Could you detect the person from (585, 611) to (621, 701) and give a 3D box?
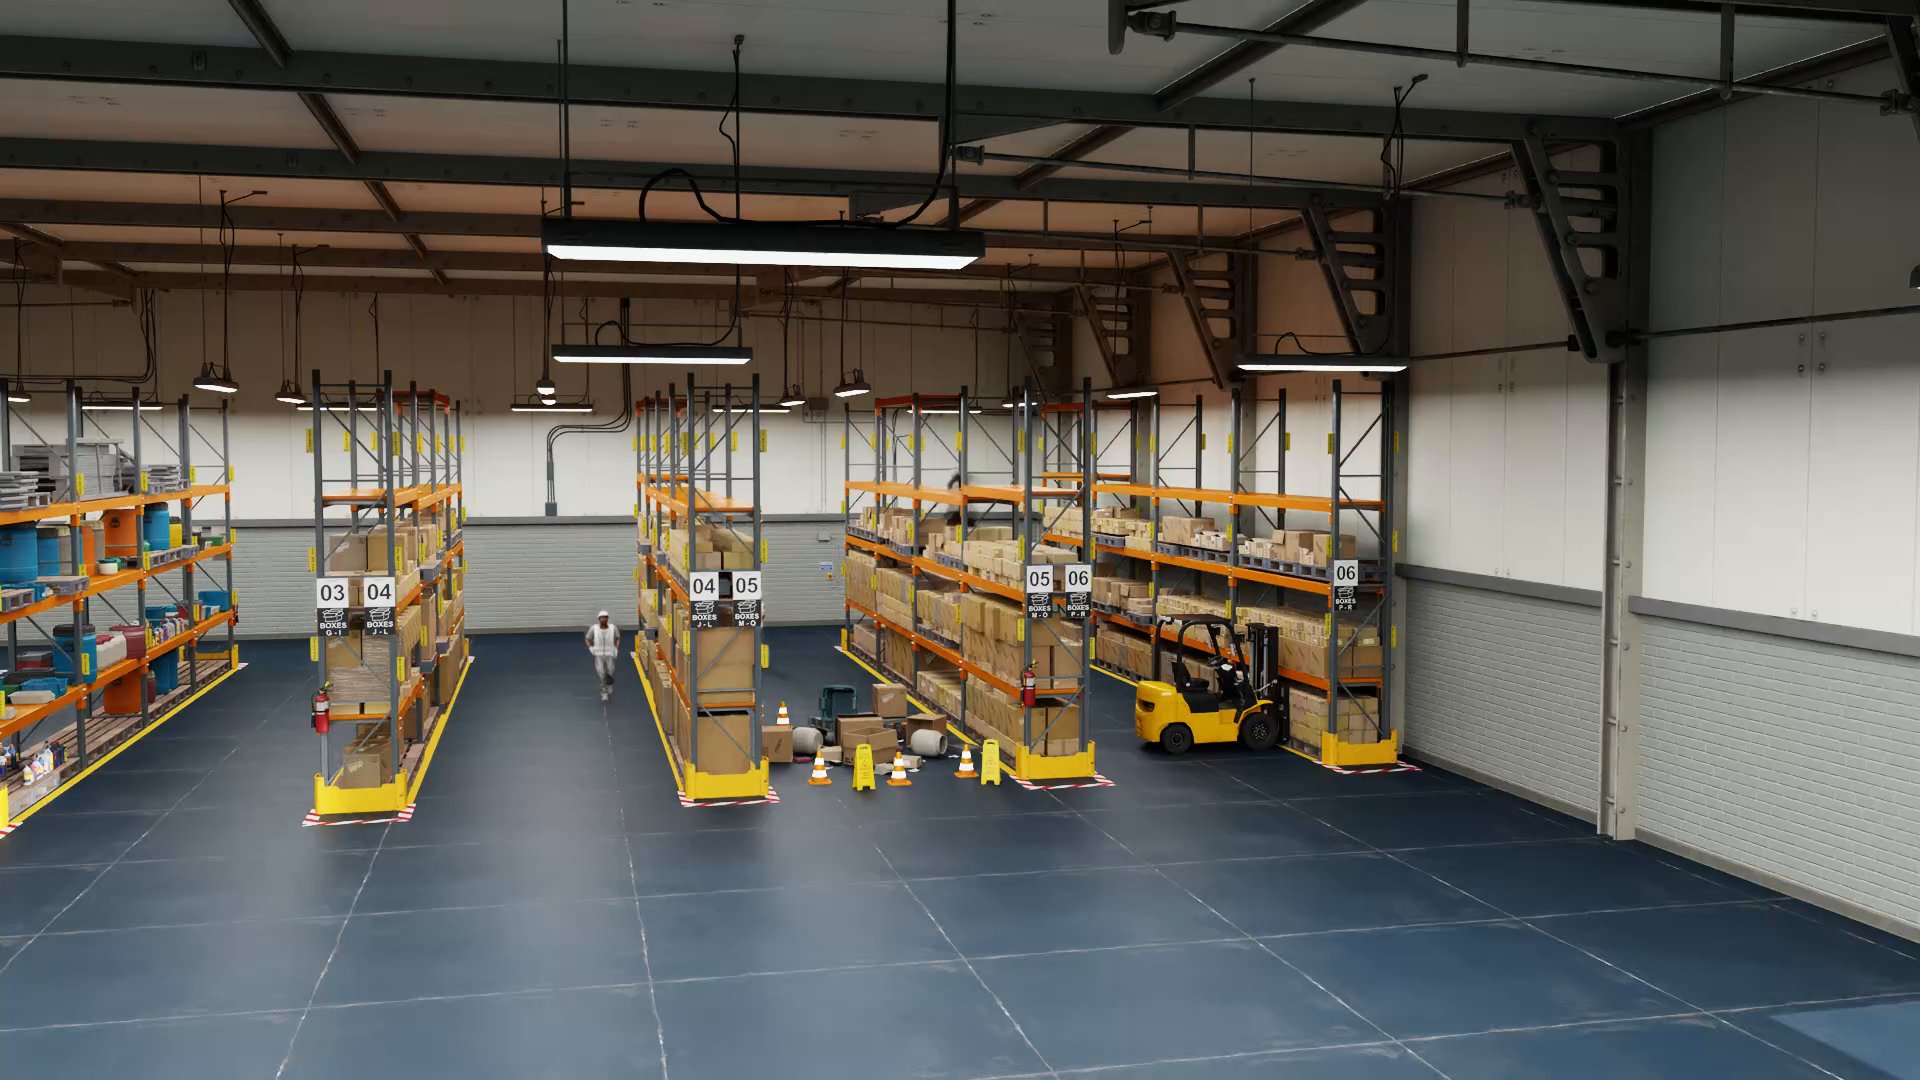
[{"bbox_3d":[-6.988,2.250,32.556,0.687,1.745,0.595,-1,3,-15],"label":"person"}]

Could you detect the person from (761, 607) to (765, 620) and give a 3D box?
[{"bbox_3d":[-4.761,1.985,37.848,0.551,1.655,0.539,-2,4,-31],"label":"person"}]
